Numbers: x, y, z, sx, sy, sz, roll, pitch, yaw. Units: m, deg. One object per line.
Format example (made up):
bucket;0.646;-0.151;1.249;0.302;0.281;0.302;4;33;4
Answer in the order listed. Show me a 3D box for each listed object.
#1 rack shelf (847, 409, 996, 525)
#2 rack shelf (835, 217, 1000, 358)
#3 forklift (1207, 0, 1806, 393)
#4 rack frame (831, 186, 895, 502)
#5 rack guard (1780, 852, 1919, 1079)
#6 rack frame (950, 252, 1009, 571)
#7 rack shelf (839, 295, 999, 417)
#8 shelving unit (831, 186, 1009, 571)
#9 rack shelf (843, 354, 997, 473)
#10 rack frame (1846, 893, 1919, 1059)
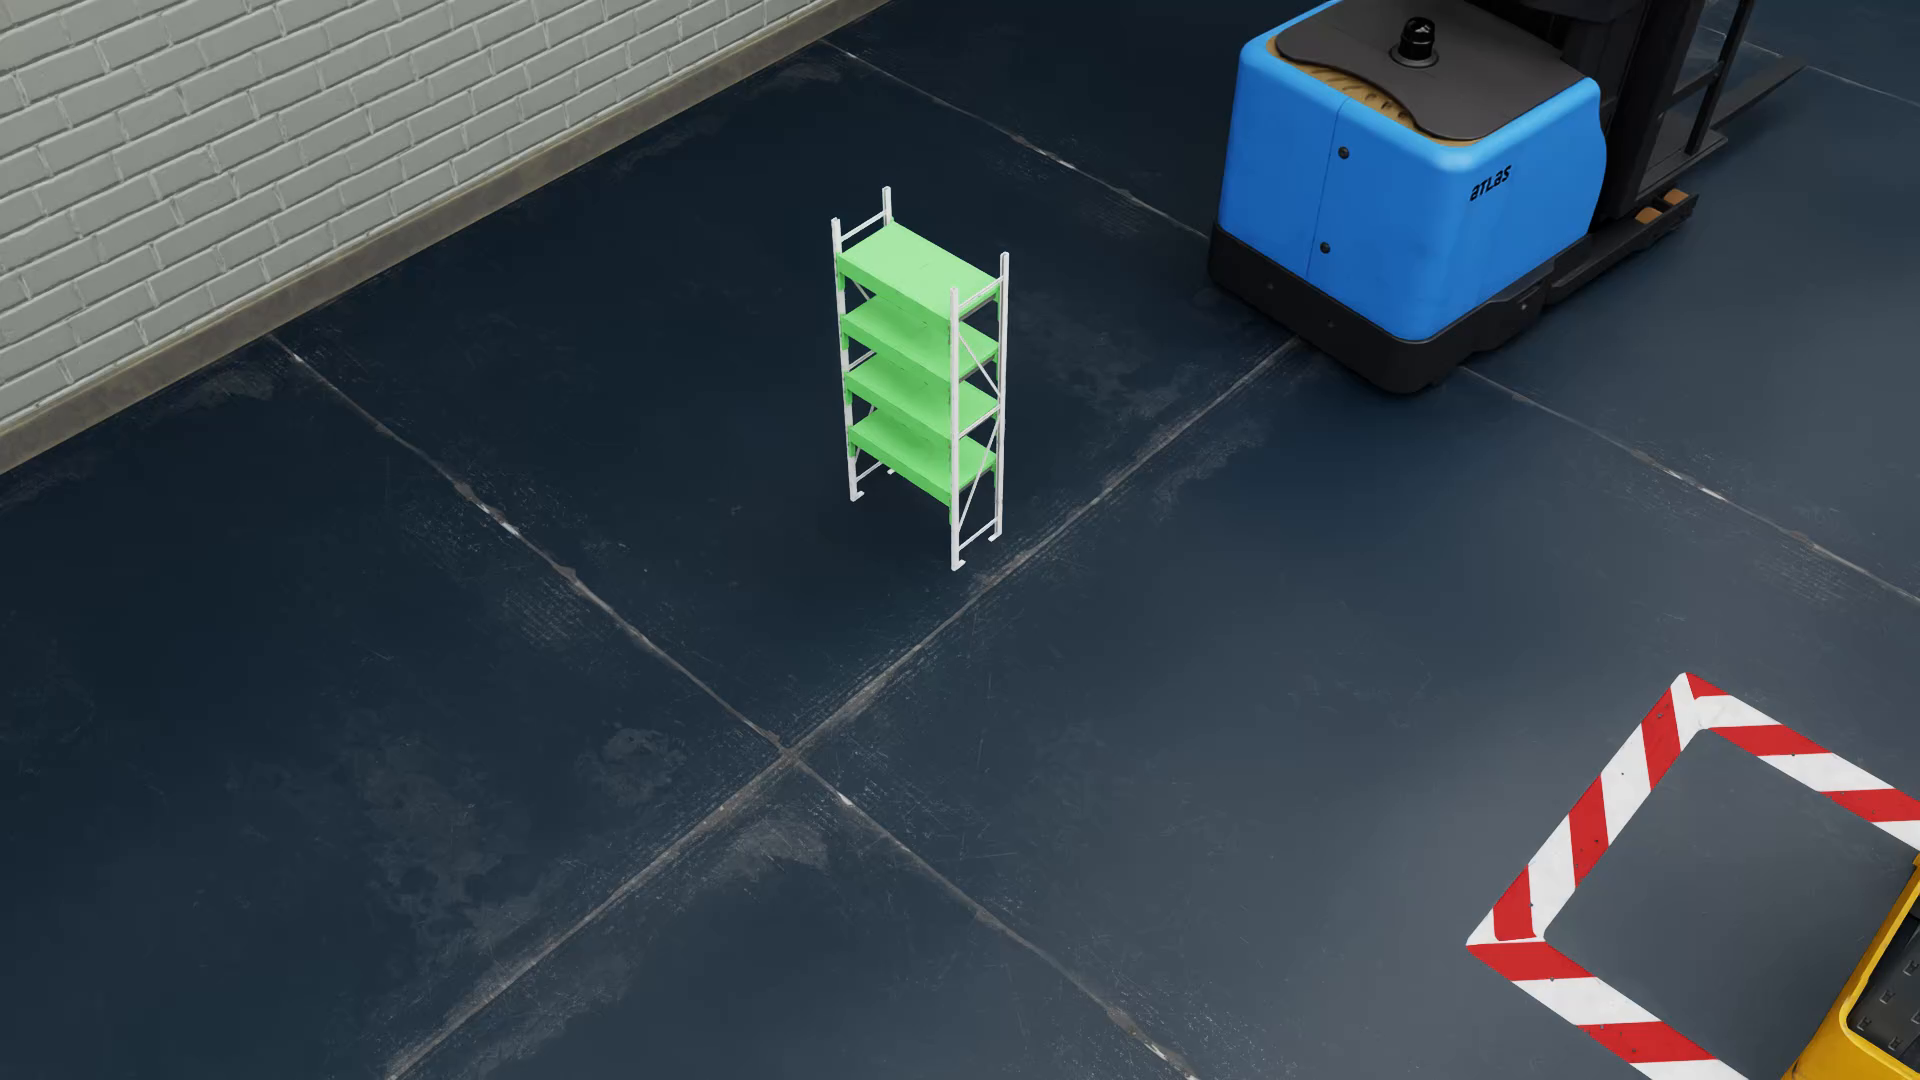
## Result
rack shelf;-0.122;-0.285;5.611;0.480;0.148;0.258;34;55;28
rack shelf;-0.122;-0.777;5.086;0.480;0.148;0.258;34;55;28
forklift;2.437;-2.474;6.062;3.031;2.935;1.130;-32;55;-26
rack frame;-0.301;-0.613;5.503;0.015;1.200;0.240;34;55;28
rack guard;2.601;1.107;4.368;0.348;0.500;1.175;34;55;28
rack frame;0.058;-0.372;5.276;0.015;1.200;0.240;34;55;28
rack shelf;-0.122;-0.613;5.261;0.480;0.148;0.258;34;55;28
shelving unit;-0.122;-0.493;5.389;0.503;1.200;0.258;34;55;28
rack shelf;-0.122;-0.449;5.436;0.480;0.148;0.258;34;55;28
rack frame;2.542;0.216;3.490;0.053;2.616;0.949;34;55;28
